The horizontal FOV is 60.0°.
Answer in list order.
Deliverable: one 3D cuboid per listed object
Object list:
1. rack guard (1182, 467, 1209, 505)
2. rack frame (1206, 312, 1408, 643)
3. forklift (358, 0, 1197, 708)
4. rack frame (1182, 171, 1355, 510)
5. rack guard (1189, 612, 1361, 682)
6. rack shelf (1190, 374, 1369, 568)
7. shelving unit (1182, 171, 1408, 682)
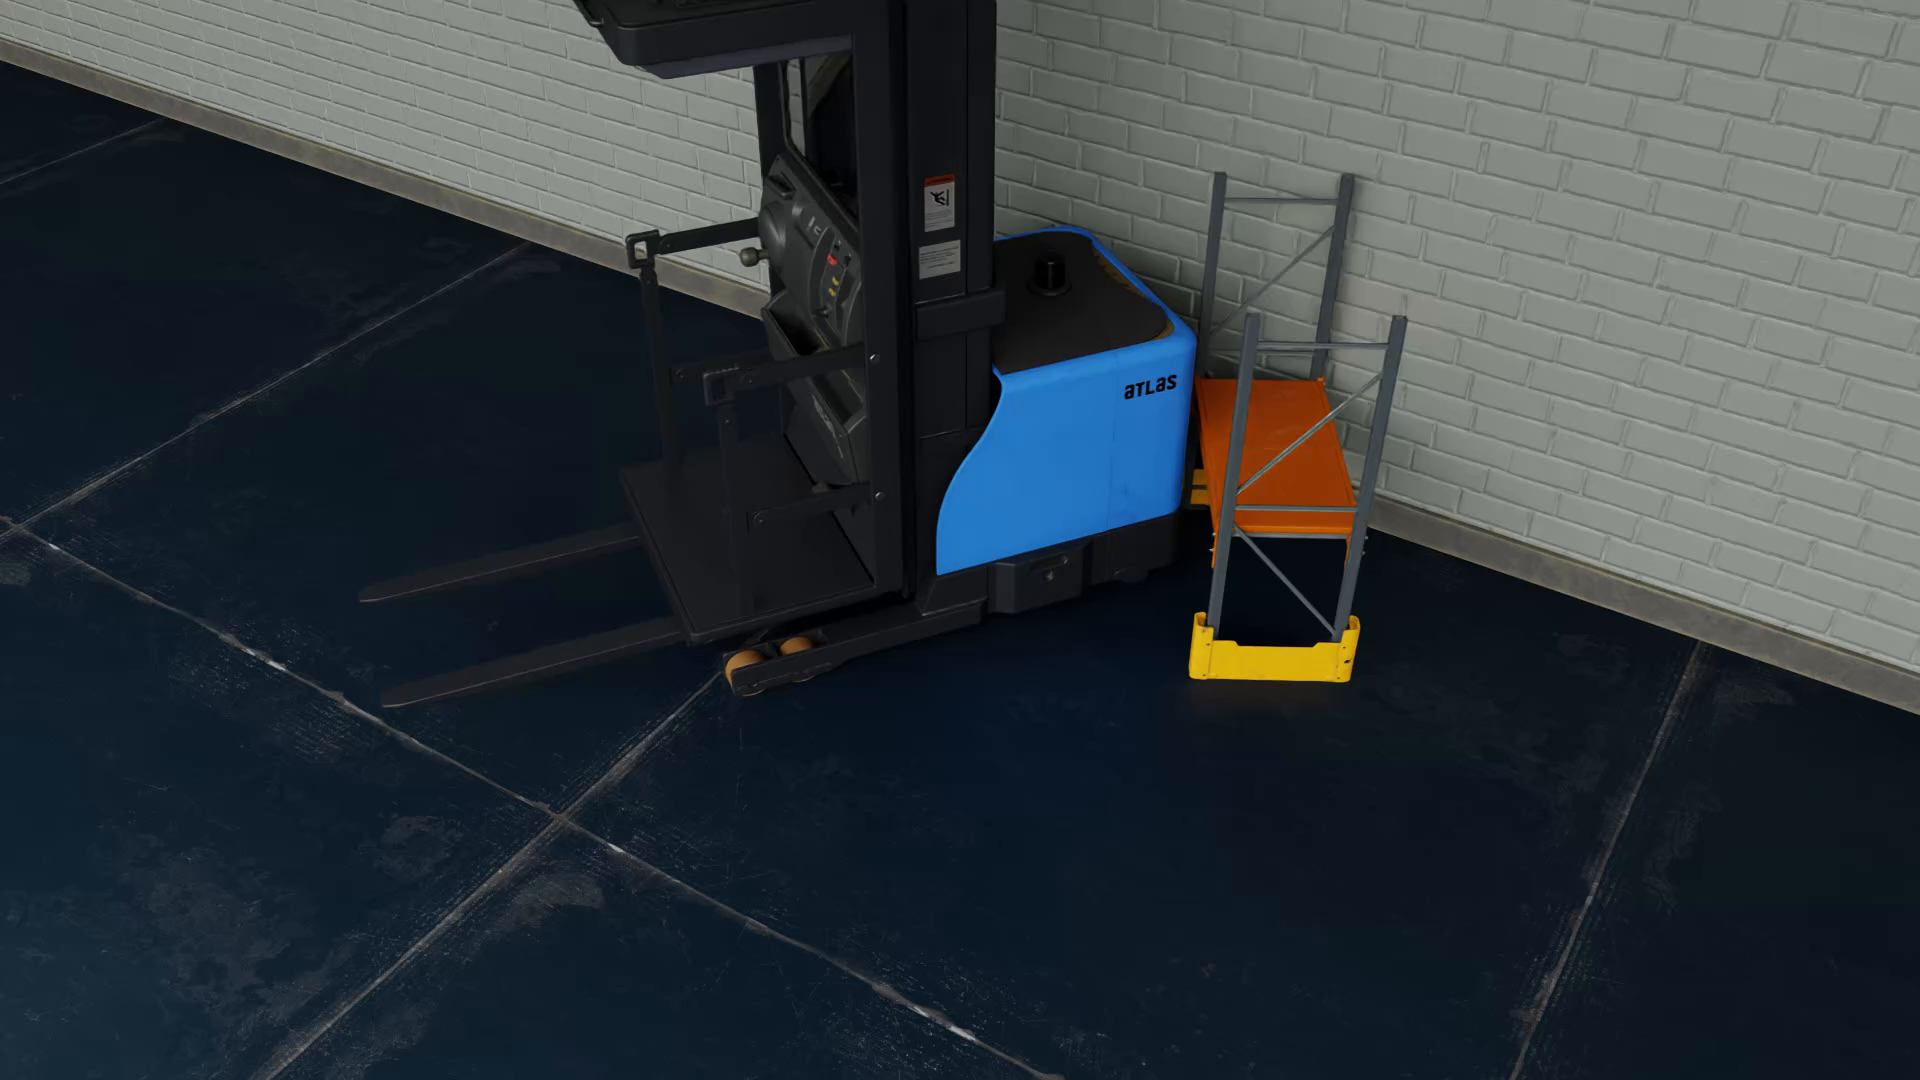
[{"bbox_3d":[1.162,-0.218,6.825,0.587,0.250,0.087,1,38,1],"label":"rack guard"},{"bbox_3d":[1.141,-0.105,5.654,0.500,1.500,0.032,1,38,1],"label":"rack frame"},{"bbox_3d":[-0.698,-0.964,5.600,3.031,2.935,1.130,-14,40,-18],"label":"forklift"},{"bbox_3d":[1.167,-0.725,6.459,0.500,1.500,0.032,1,38,1],"label":"rack frame"},{"bbox_3d":[1.137,0.390,6.037,0.587,0.250,0.087,1,38,1],"label":"rack guard"},{"bbox_3d":[1.153,-0.272,6.166,0.538,0.185,1.000,1,38,1],"label":"rack shelf"},{"bbox_3d":[1.154,-0.409,6.049,0.587,1.500,1.083,1,38,1],"label":"shelving unit"}]
